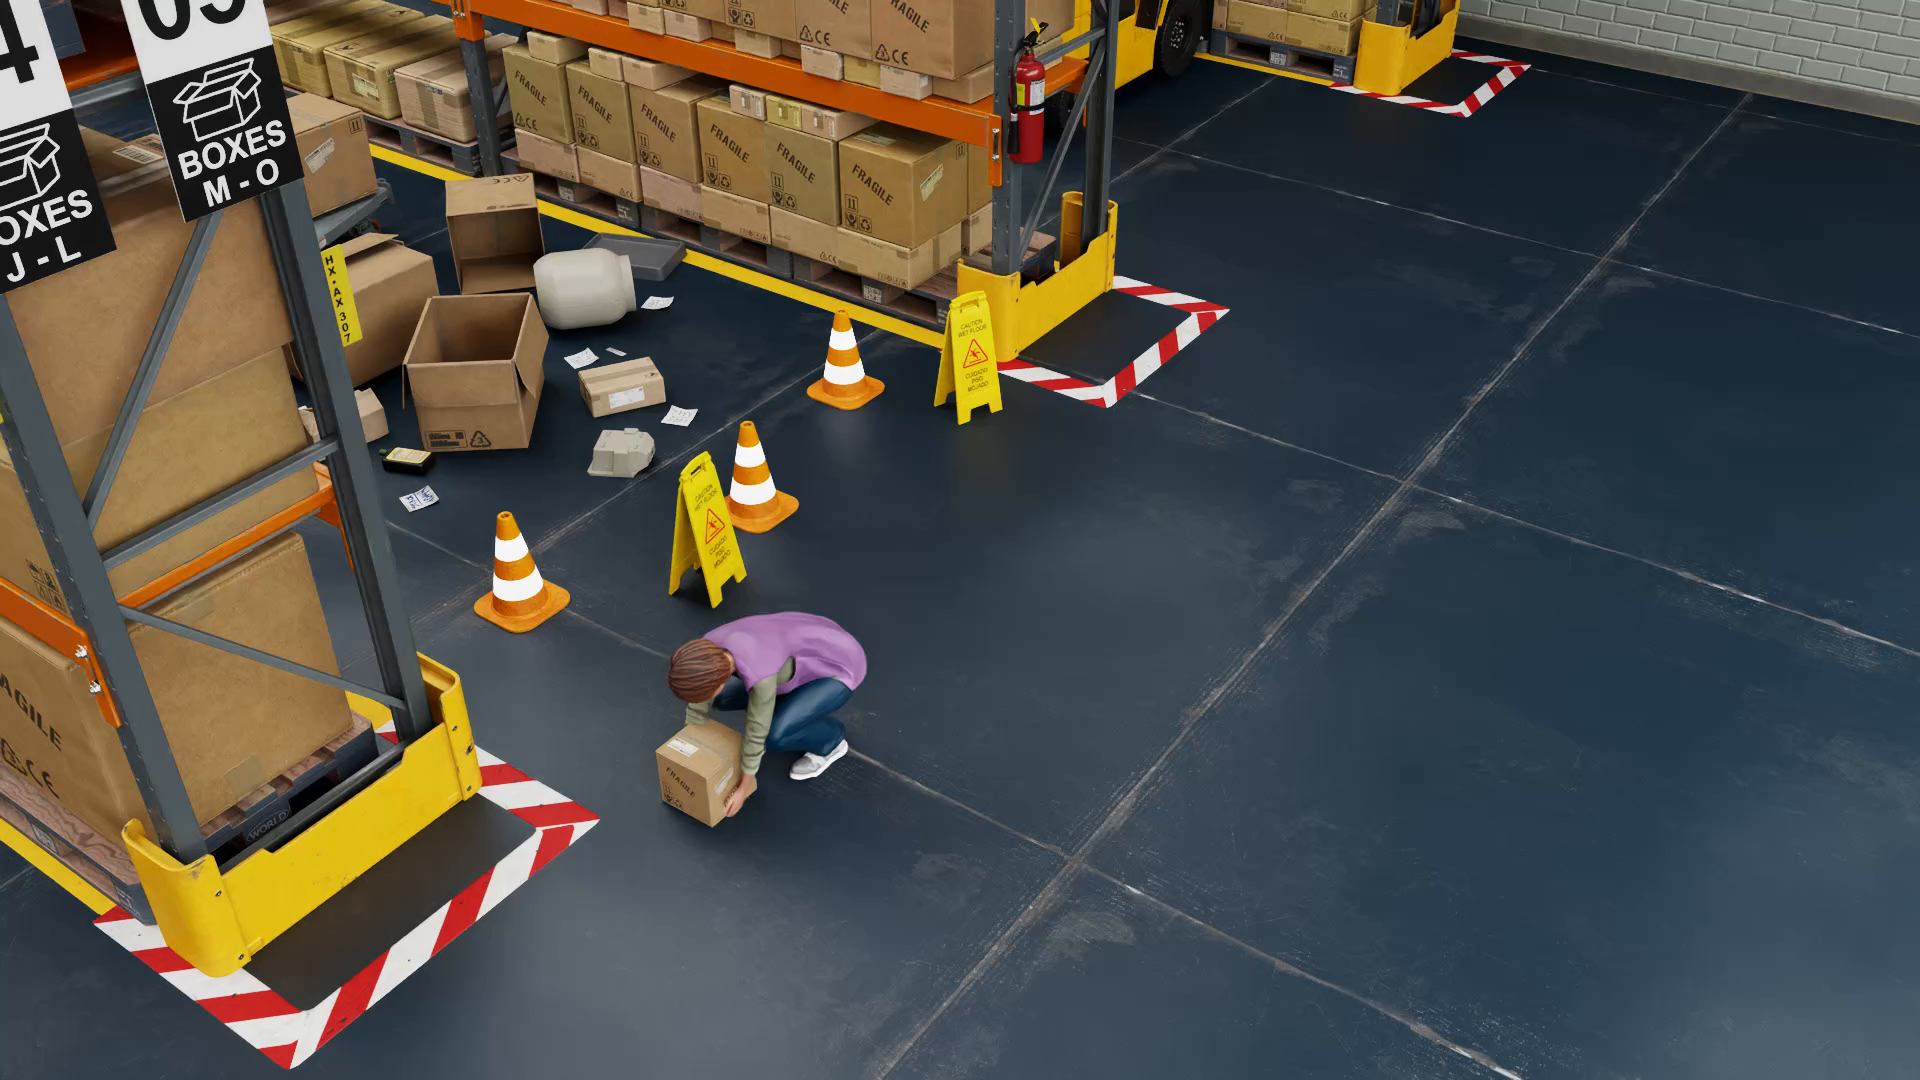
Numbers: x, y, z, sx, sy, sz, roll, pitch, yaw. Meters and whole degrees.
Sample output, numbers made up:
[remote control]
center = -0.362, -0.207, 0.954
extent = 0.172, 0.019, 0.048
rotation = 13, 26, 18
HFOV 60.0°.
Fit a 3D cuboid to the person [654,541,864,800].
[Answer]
[person]
center = -0.724, 0.492, 6.058
extent = 0.857, 0.900, 0.420
rotation = -26, 43, -32
